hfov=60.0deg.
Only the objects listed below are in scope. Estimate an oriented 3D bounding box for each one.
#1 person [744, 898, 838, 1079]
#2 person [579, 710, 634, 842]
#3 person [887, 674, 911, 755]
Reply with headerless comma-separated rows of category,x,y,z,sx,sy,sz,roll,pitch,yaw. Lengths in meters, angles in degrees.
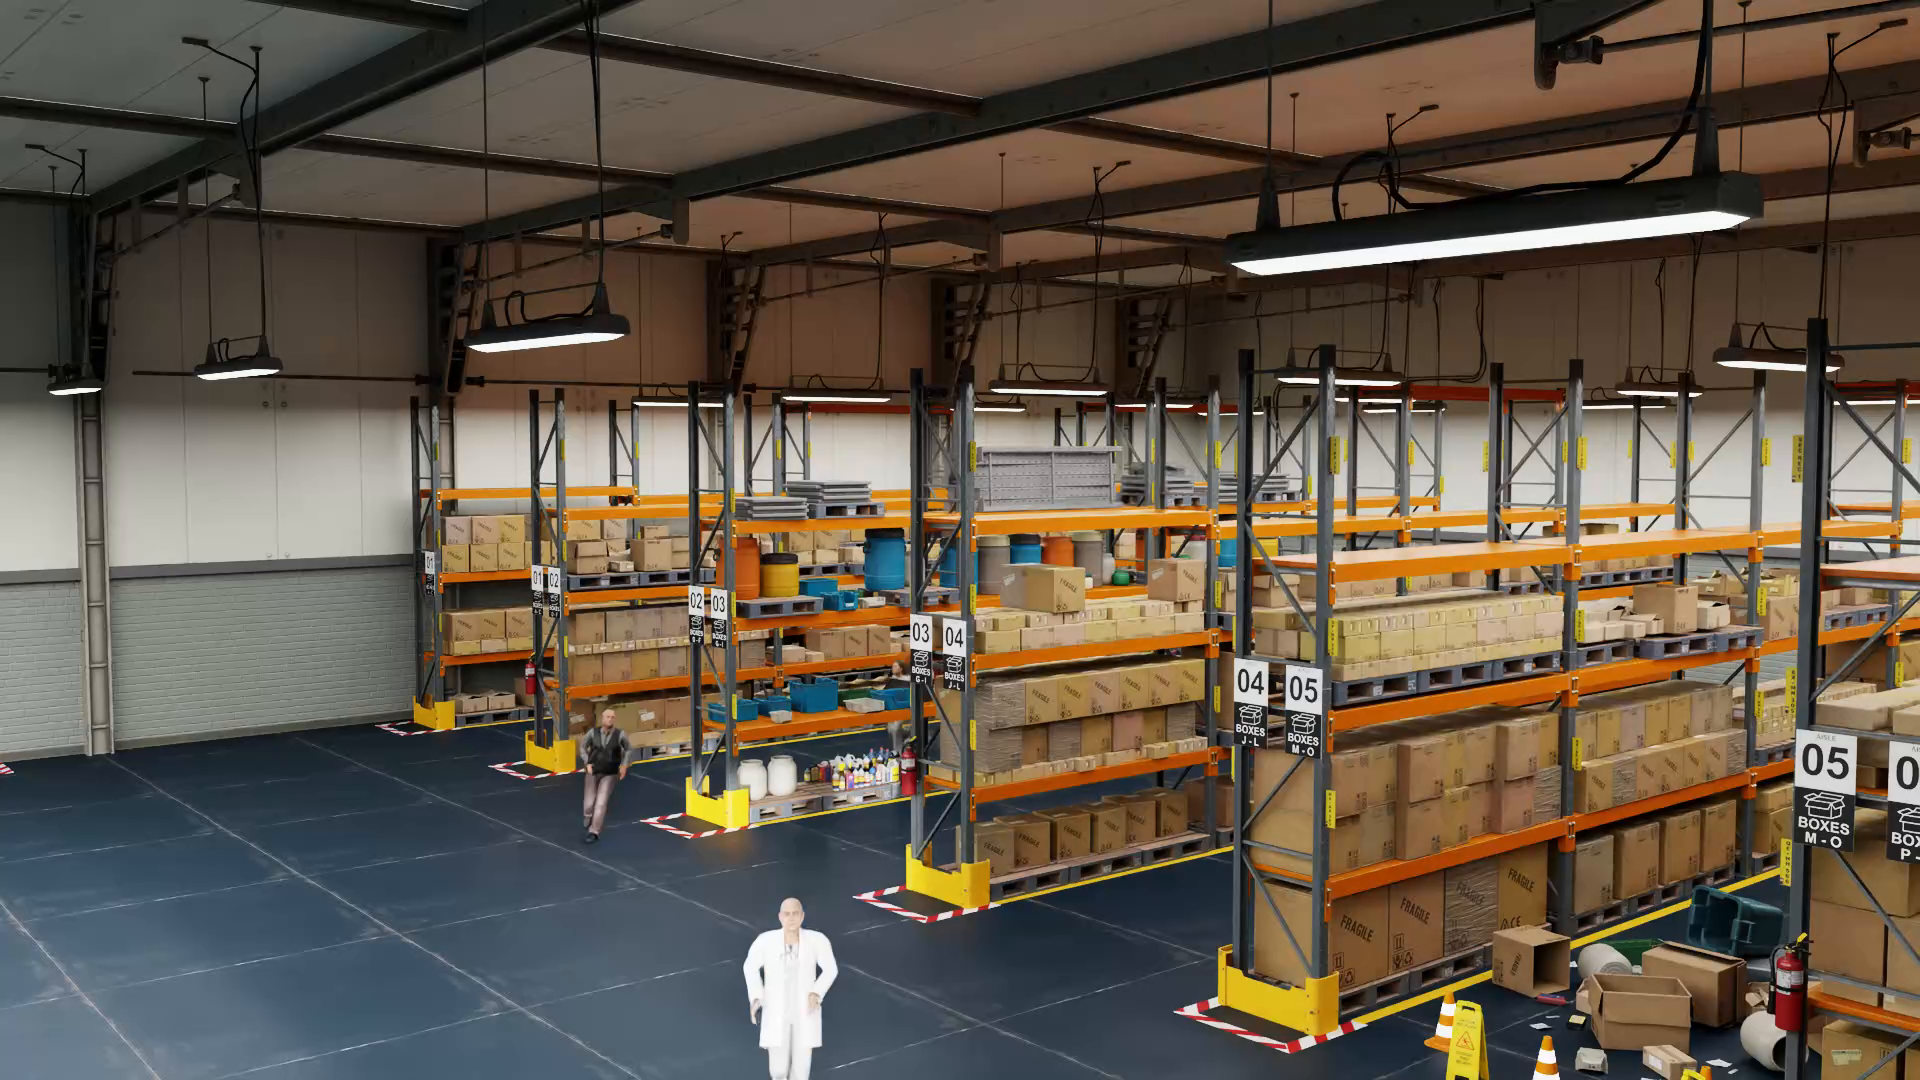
person,-1.274,3.562,12.546,0.710,1.733,0.638,0,3,-7
person,-4.624,3.049,21.737,0.700,1.684,0.714,0,3,-8
person,-0.951,2.846,27.233,0.527,1.317,0.555,3,4,40
